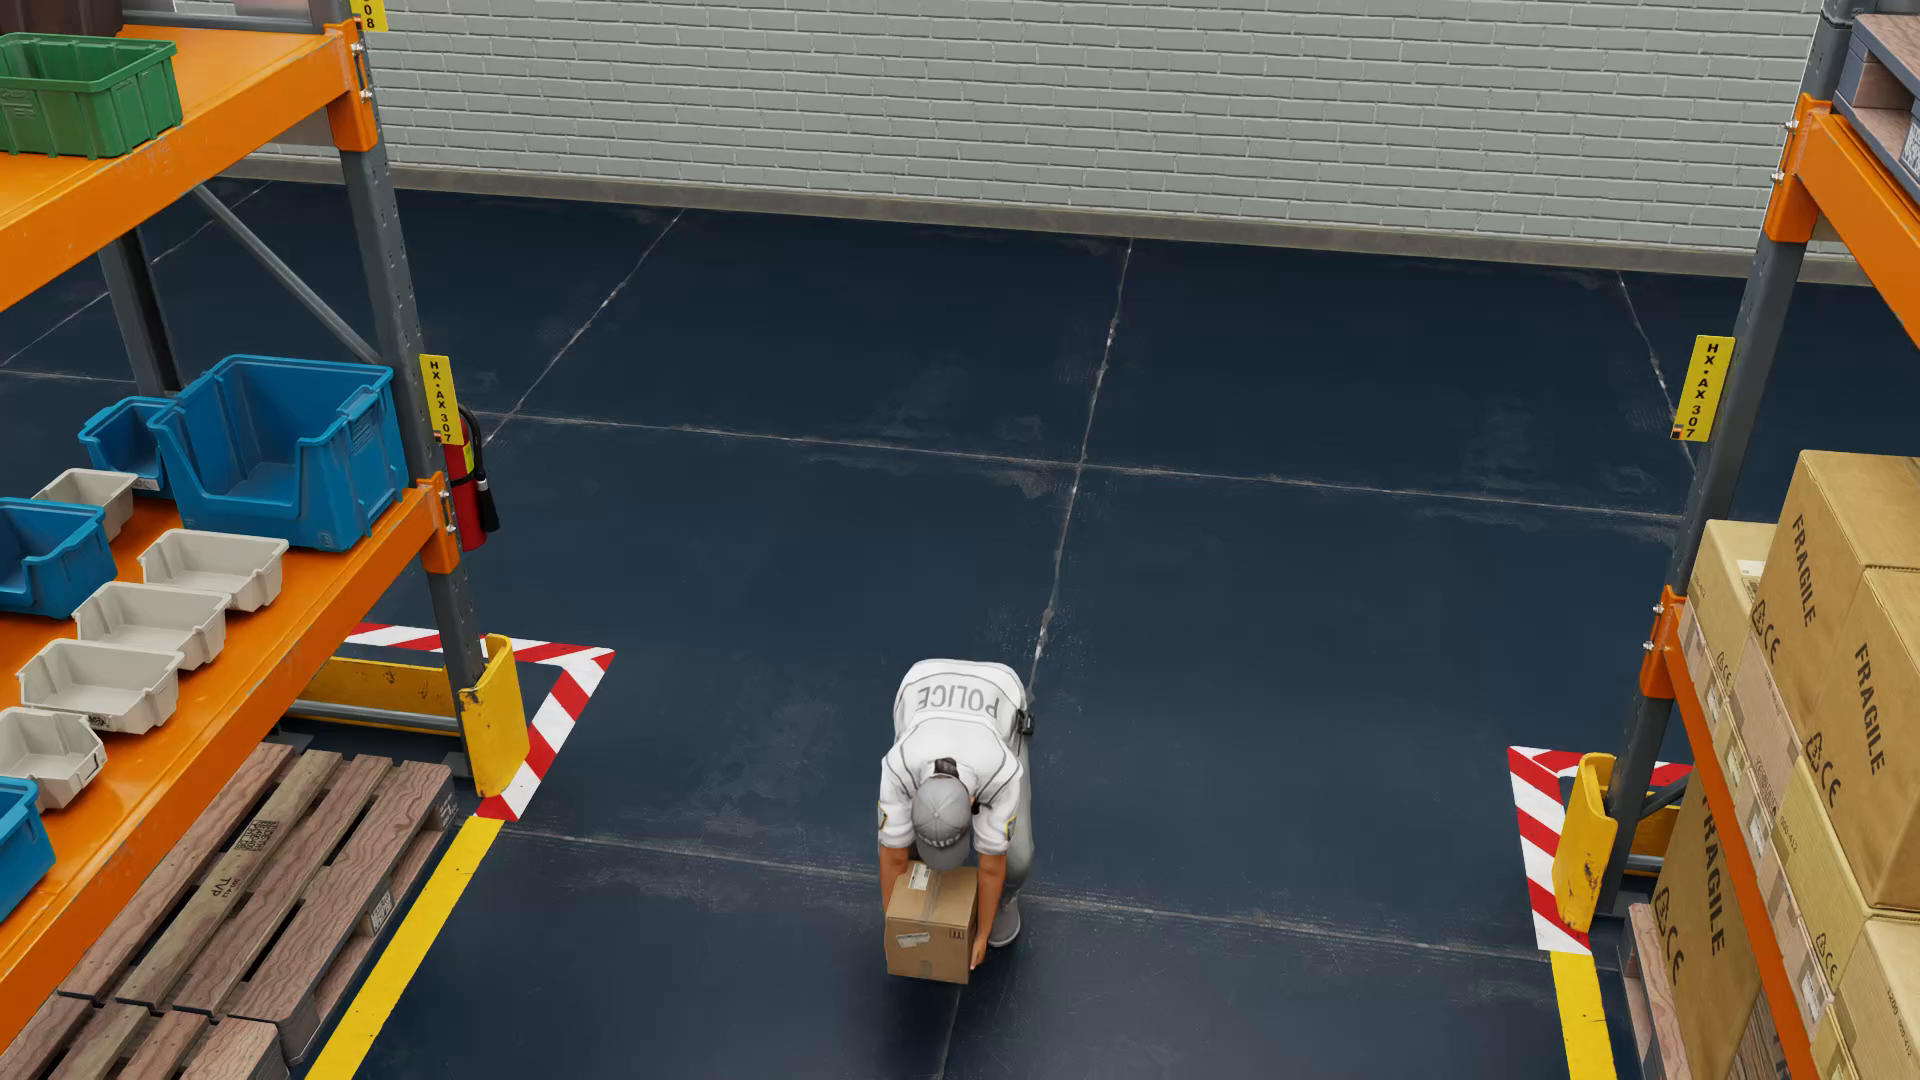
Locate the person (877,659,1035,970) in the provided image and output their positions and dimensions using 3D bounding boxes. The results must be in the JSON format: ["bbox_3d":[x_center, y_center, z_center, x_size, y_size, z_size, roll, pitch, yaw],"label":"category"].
[{"bbox_3d":[-0.016,0.925,5.280,0.504,1.032,0.938,4,33,6],"label":"person"}]
